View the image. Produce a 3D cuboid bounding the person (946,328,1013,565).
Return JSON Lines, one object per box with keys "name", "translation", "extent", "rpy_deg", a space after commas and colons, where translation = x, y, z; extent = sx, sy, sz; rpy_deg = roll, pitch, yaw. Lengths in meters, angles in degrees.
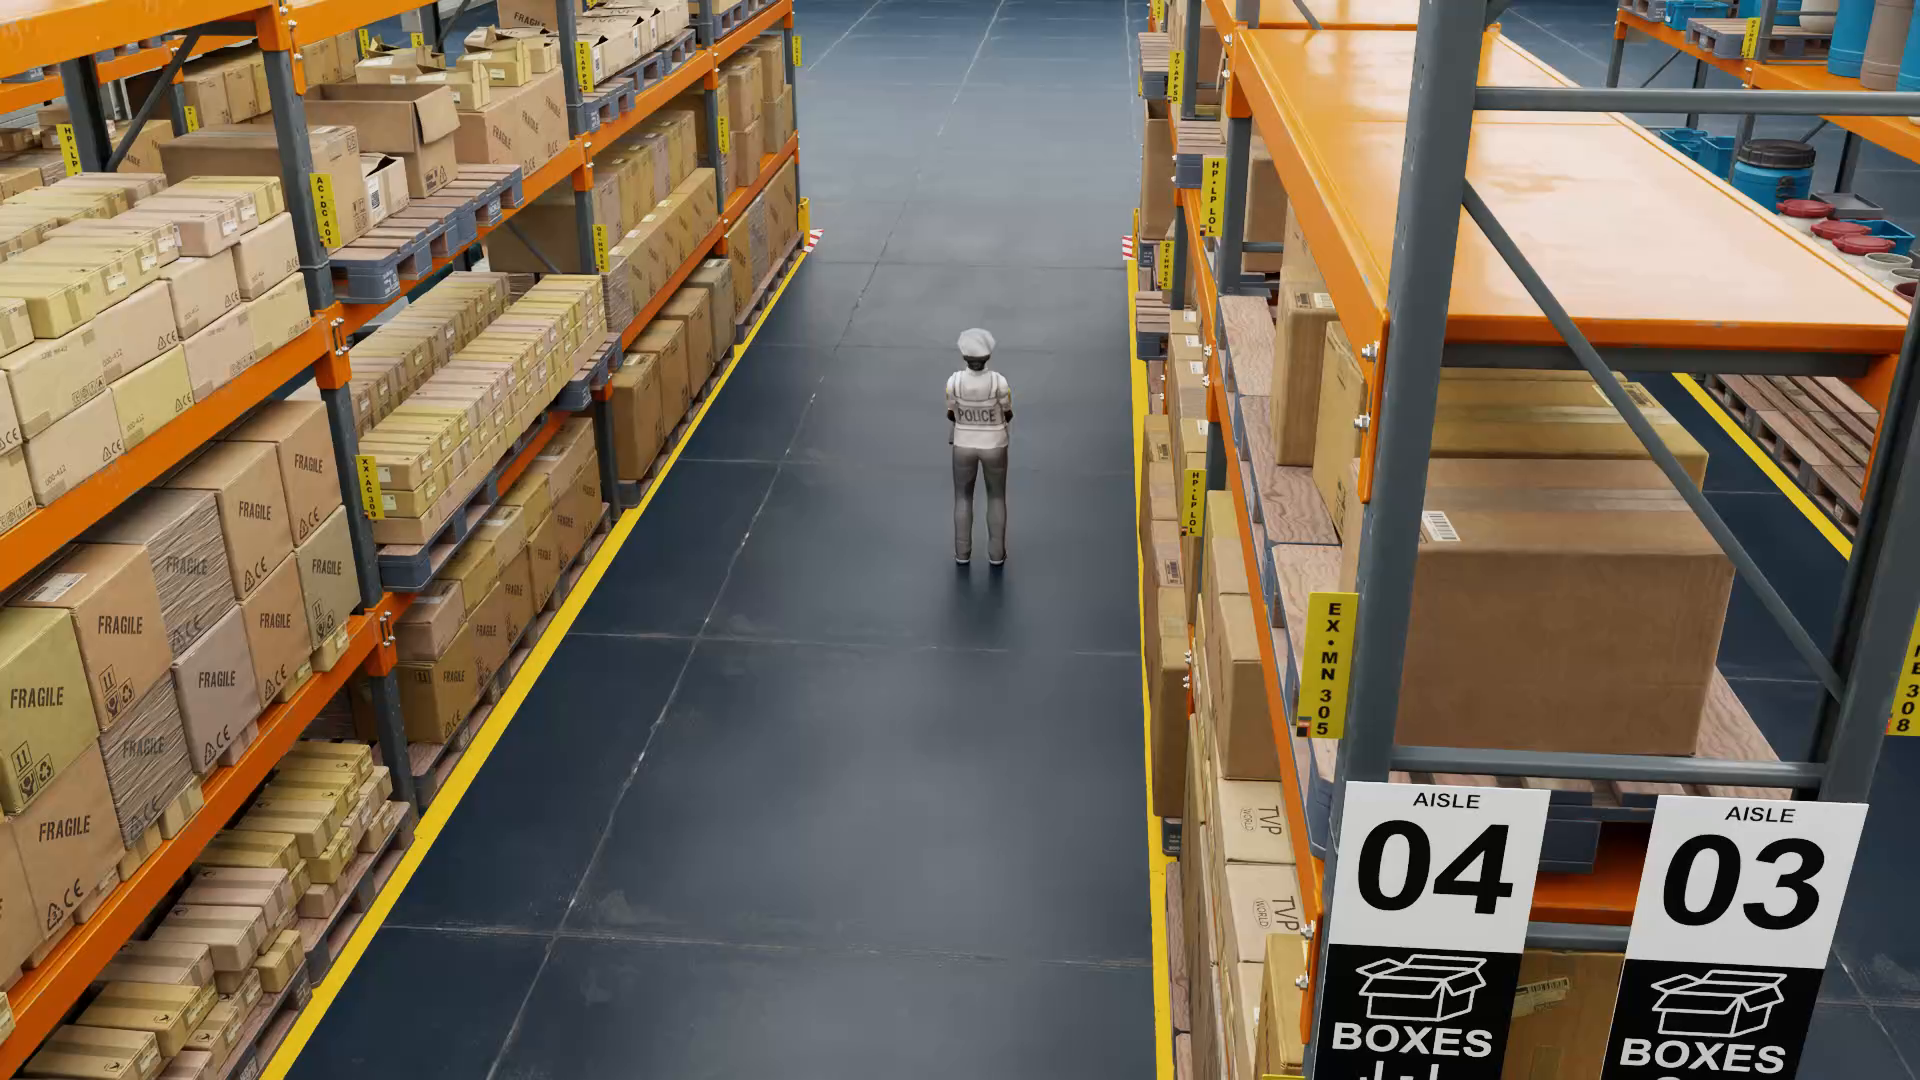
{"name": "person", "translation": [0.138, -0.660, 11.398], "extent": [0.449, 1.684, 0.538], "rpy_deg": [2, 25, 4]}
